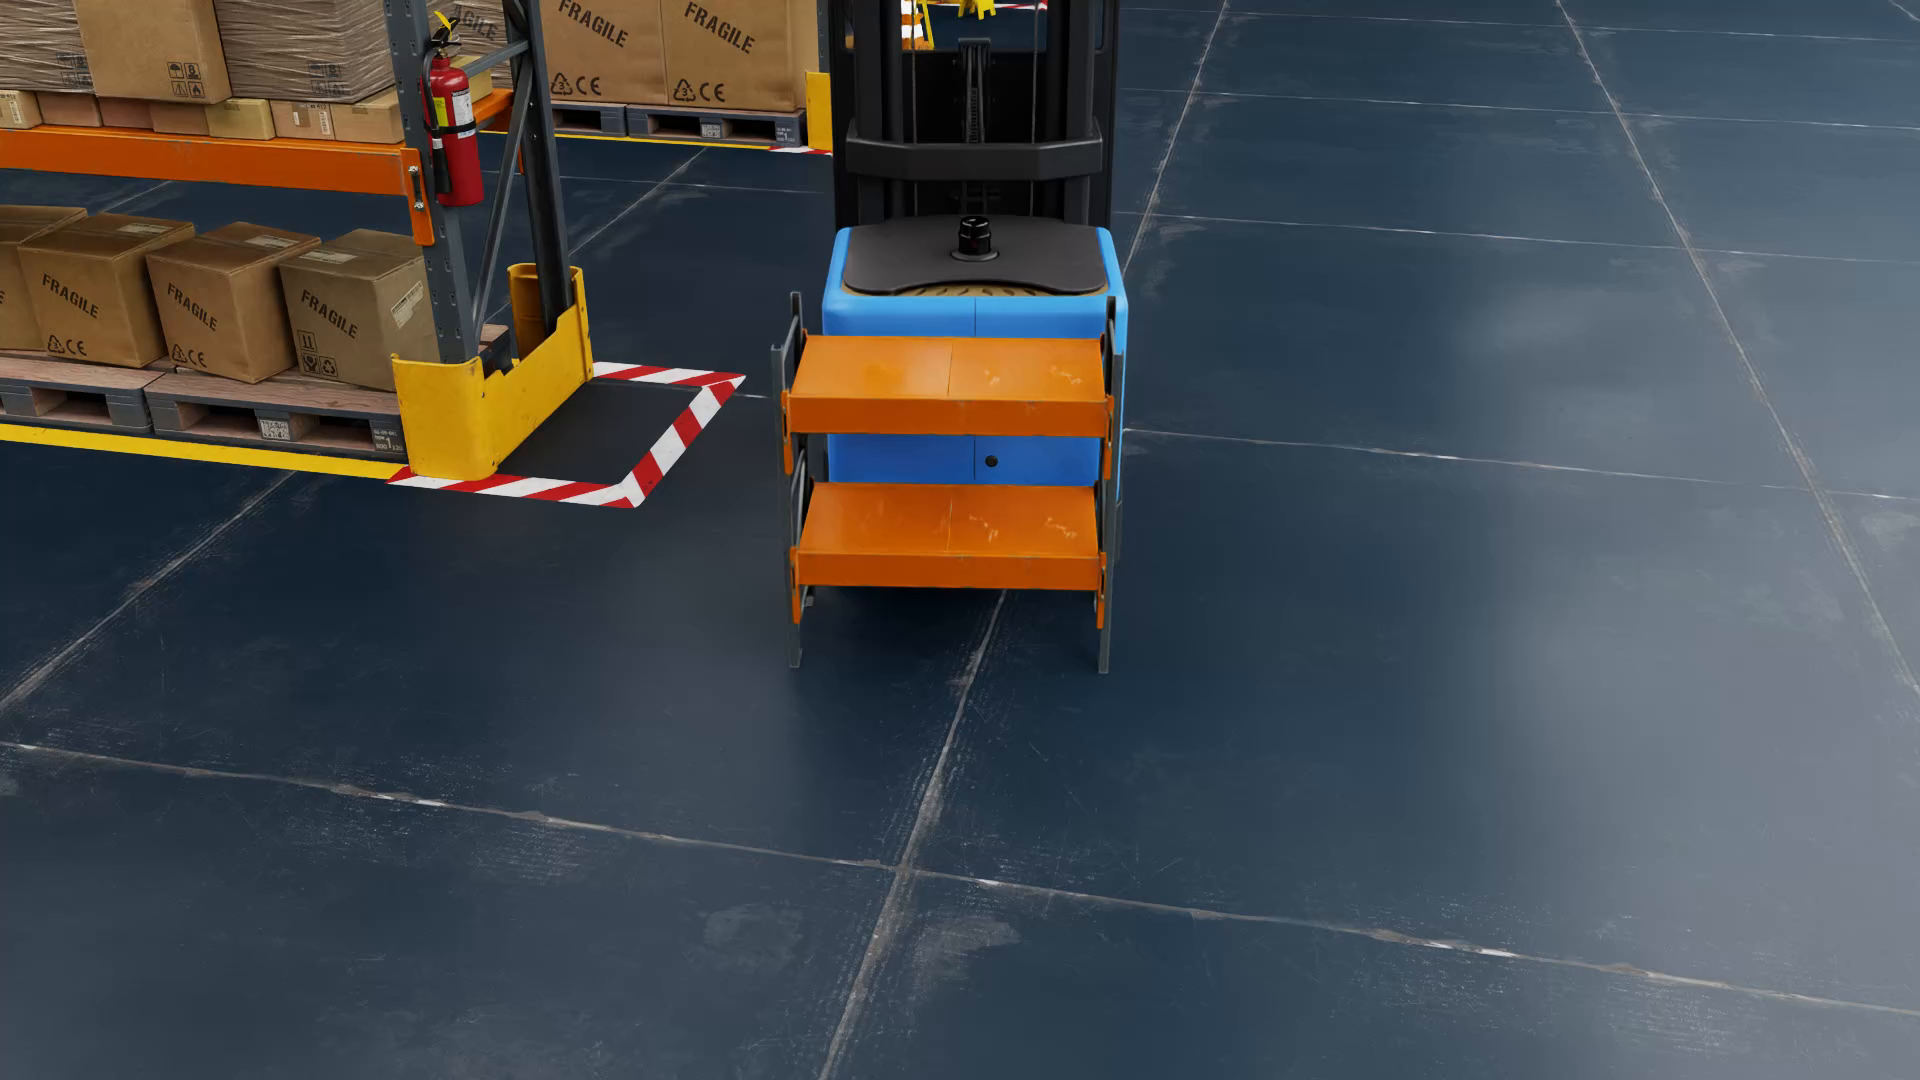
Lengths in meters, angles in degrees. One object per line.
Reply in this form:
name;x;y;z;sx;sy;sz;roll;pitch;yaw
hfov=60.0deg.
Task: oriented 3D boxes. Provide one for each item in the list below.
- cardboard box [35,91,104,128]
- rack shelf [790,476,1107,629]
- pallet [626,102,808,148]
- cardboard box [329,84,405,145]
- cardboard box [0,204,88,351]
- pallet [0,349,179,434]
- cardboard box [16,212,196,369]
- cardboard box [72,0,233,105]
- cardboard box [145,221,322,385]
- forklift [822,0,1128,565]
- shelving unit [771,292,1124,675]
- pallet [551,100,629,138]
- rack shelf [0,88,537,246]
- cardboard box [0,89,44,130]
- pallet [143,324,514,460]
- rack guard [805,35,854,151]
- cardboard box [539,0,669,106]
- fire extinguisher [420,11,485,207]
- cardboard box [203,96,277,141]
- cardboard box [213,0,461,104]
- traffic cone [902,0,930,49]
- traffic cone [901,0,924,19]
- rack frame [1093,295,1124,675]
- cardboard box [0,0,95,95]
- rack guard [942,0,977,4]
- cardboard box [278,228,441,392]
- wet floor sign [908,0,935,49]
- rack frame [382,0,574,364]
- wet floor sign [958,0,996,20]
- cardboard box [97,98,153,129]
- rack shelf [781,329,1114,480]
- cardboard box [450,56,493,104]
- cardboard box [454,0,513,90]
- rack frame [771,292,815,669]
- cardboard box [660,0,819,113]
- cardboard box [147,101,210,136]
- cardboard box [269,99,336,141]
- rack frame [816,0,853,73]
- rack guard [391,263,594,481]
cardboard box;-3.431;-1.769;6.619;0.250;0.149;0.380;6;29;11
rack shelf;-0.030;0.033;5.527;1.000;0.278;0.538;1;29;2
pallet;-1.547;-2.969;11.454;1.213;0.211;1.003;6;29;11
cardboard box;-2.206;-1.651;6.404;0.250;0.149;0.380;6;29;11
cardboard box;-4.227;-1.180;7.448;0.500;0.500;0.500;3;29;6
pallet;-3.935;-0.836;7.557;1.213;0.211;1.003;6;29;11
cardboard box;-3.691;-1.103;7.308;0.500;0.500;0.500;9;30;15
cardboard box;-2.930;-2.066;6.486;0.500;0.500;0.875;6;29;11
cardboard box;-3.083;-1.032;7.177;0.500;0.500;0.500;14;32;24
forklift;0.051;-1.840;6.559;1.130;2.935;3.031;0;29;0
shelving unit;-0.030;-0.181;5.410;1.048;1.125;0.538;1;29;2
pallet;-2.737;-3.093;11.679;1.213;0.211;1.003;6;29;11
rack shelf;-3.840;-1.715;7.008;4.000;0.370;1.077;6;29;11
cardboard box;-3.694;-1.752;6.589;0.250;0.149;0.380;6;29;11
pallet;-2.745;-0.712;7.331;1.213;0.211;1.003;6;29;11
rack guard;-0.726;-3.050;11.301;0.348;0.500;1.175;6;29;11
cardboard box;-2.287;-3.525;11.341;0.875;0.875;0.875;5;29;10
fire extinguisher;-1.868;-1.568;6.071;0.183;0.674;0.296;6;29;11
cardboard box;-2.705;-1.677;6.452;0.250;0.149;0.380;6;29;11
cardboard box;-2.416;-2.072;6.497;0.500;0.500;0.875;6;29;11
traffic cone;-0.404;-4.253;13.536;0.334;0.463;0.336;6;29;11
traffic cone;-0.504;-4.808;14.551;0.334;0.463;0.336;6;29;11
rack frame;0.478;-0.173;5.394;0.032;1.125;0.500;1;29;2
cardboard box;-3.410;-2.136;6.615;0.500;0.500;0.875;6;29;11
rack guard;0.111;-5.395;15.584;0.348;0.500;1.175;6;29;11
cardboard box;-2.491;-0.988;7.097;0.500;0.500;0.500;11;31;20
wet floor sign;-0.307;-4.043;12.963;0.232;0.644;0.267;1;29;2
rack frame;-1.884;-1.830;6.468;0.127;3.000;1.000;6;29;11
wet floor sign;0.148;-4.929;14.582;0.232;0.644;0.267;17;33;28
cardboard box;-3.182;-1.754;6.592;0.250;0.149;0.380;6;29;11
rack shelf;-0.030;-0.438;5.269;1.000;0.278;0.538;1;29;2
cardboard box;-2.113;-1.860;6.785;0.250;0.149;0.380;6;29;11
cardboard box;-3.178;-3.618;11.510;0.875;0.875;0.875;6;29;11
rack frame;-0.538;-0.190;5.425;0.032;1.125;0.500;1;29;2
cardboard box;-1.426;-3.438;11.182;0.875;0.875;0.875;6;29;11
cardboard box;-2.946;-1.710;6.511;0.250;0.149;0.380;6;29;11
cardboard box;-2.450;-1.676;6.450;0.250;0.149;0.380;6;29;11
rack frame;-0.749;-4.149;10.705;0.127;3.000;1.000;6;29;11
rack guard;-1.958;-0.741;7.083;0.348;0.500;1.175;6;29;11
